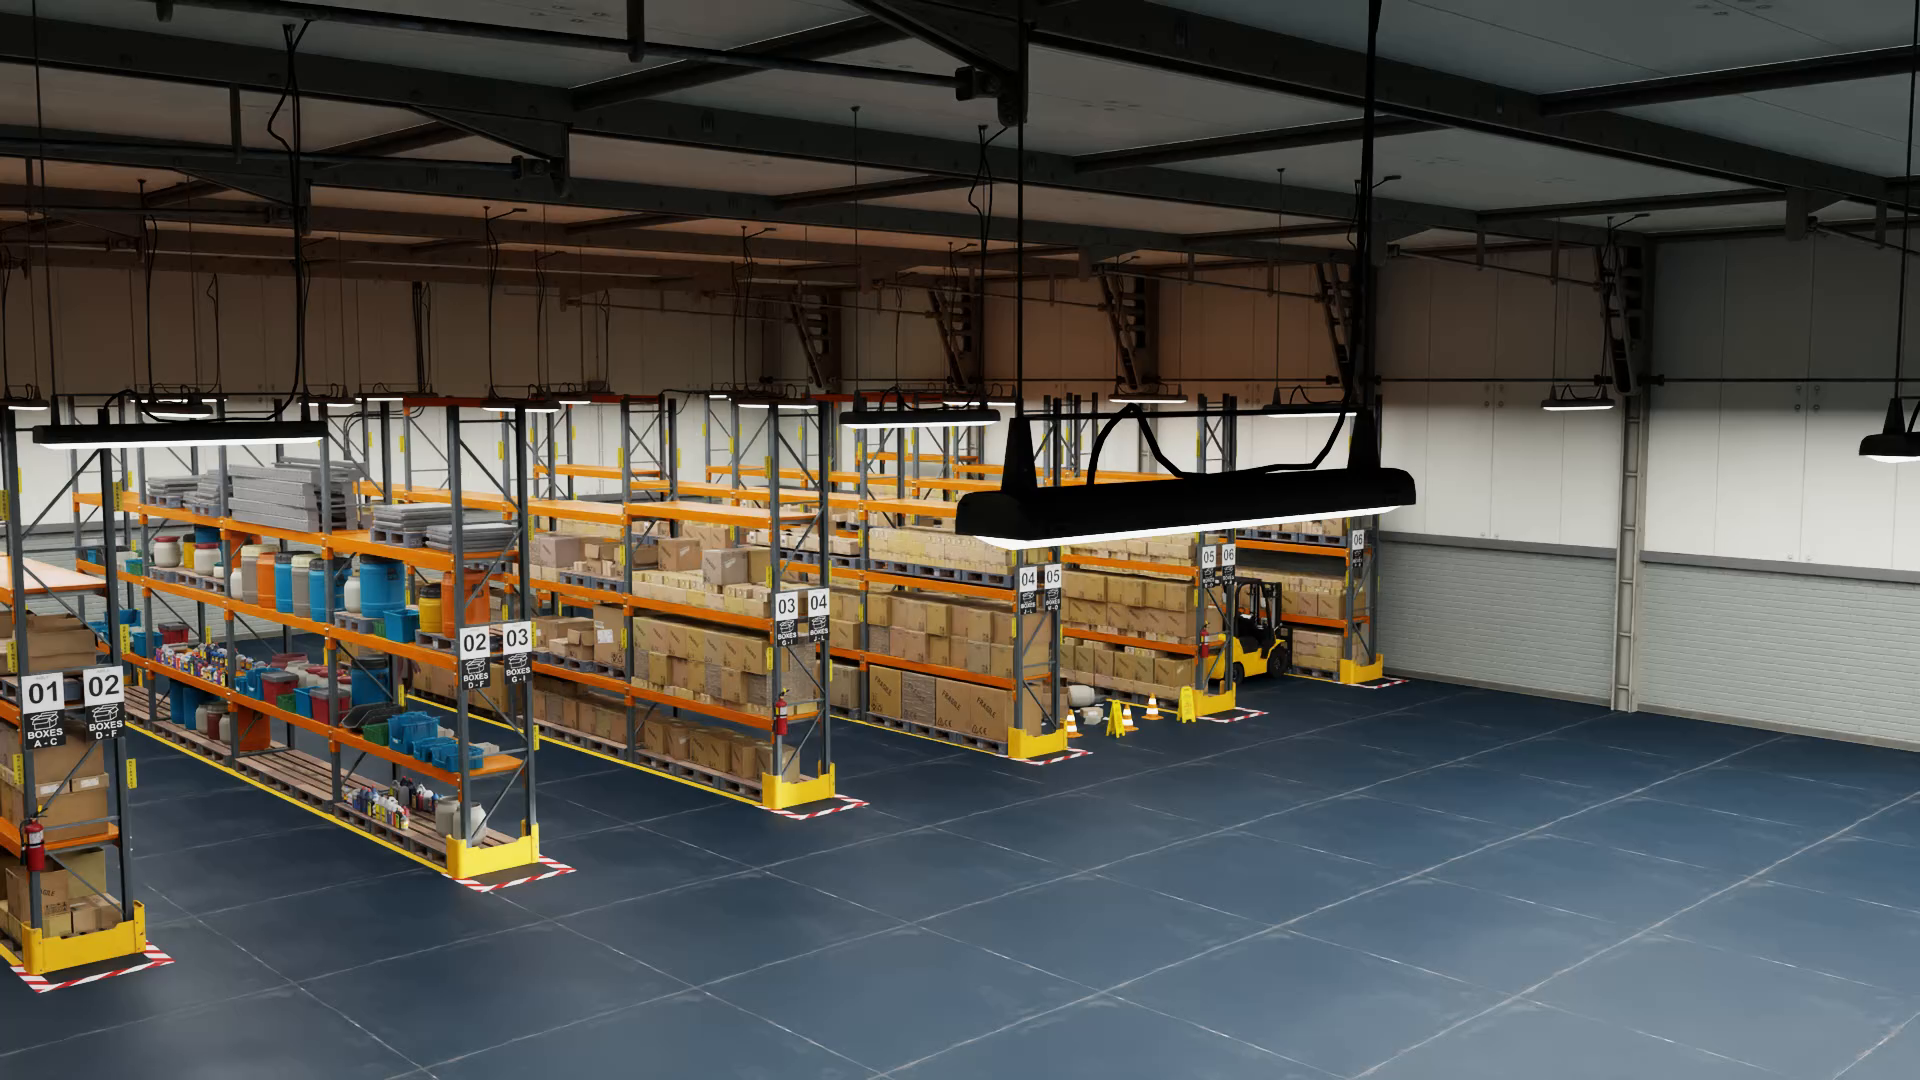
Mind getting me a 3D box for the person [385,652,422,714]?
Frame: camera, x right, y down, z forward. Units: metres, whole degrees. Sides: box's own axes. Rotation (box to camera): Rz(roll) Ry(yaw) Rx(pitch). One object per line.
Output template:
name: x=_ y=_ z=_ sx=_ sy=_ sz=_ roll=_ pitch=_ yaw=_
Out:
person: x=-10.231 y=2.496 z=30.512 sx=1.115 sy=1.717 sz=0.688 roll=5 pitch=7 yaw=41
